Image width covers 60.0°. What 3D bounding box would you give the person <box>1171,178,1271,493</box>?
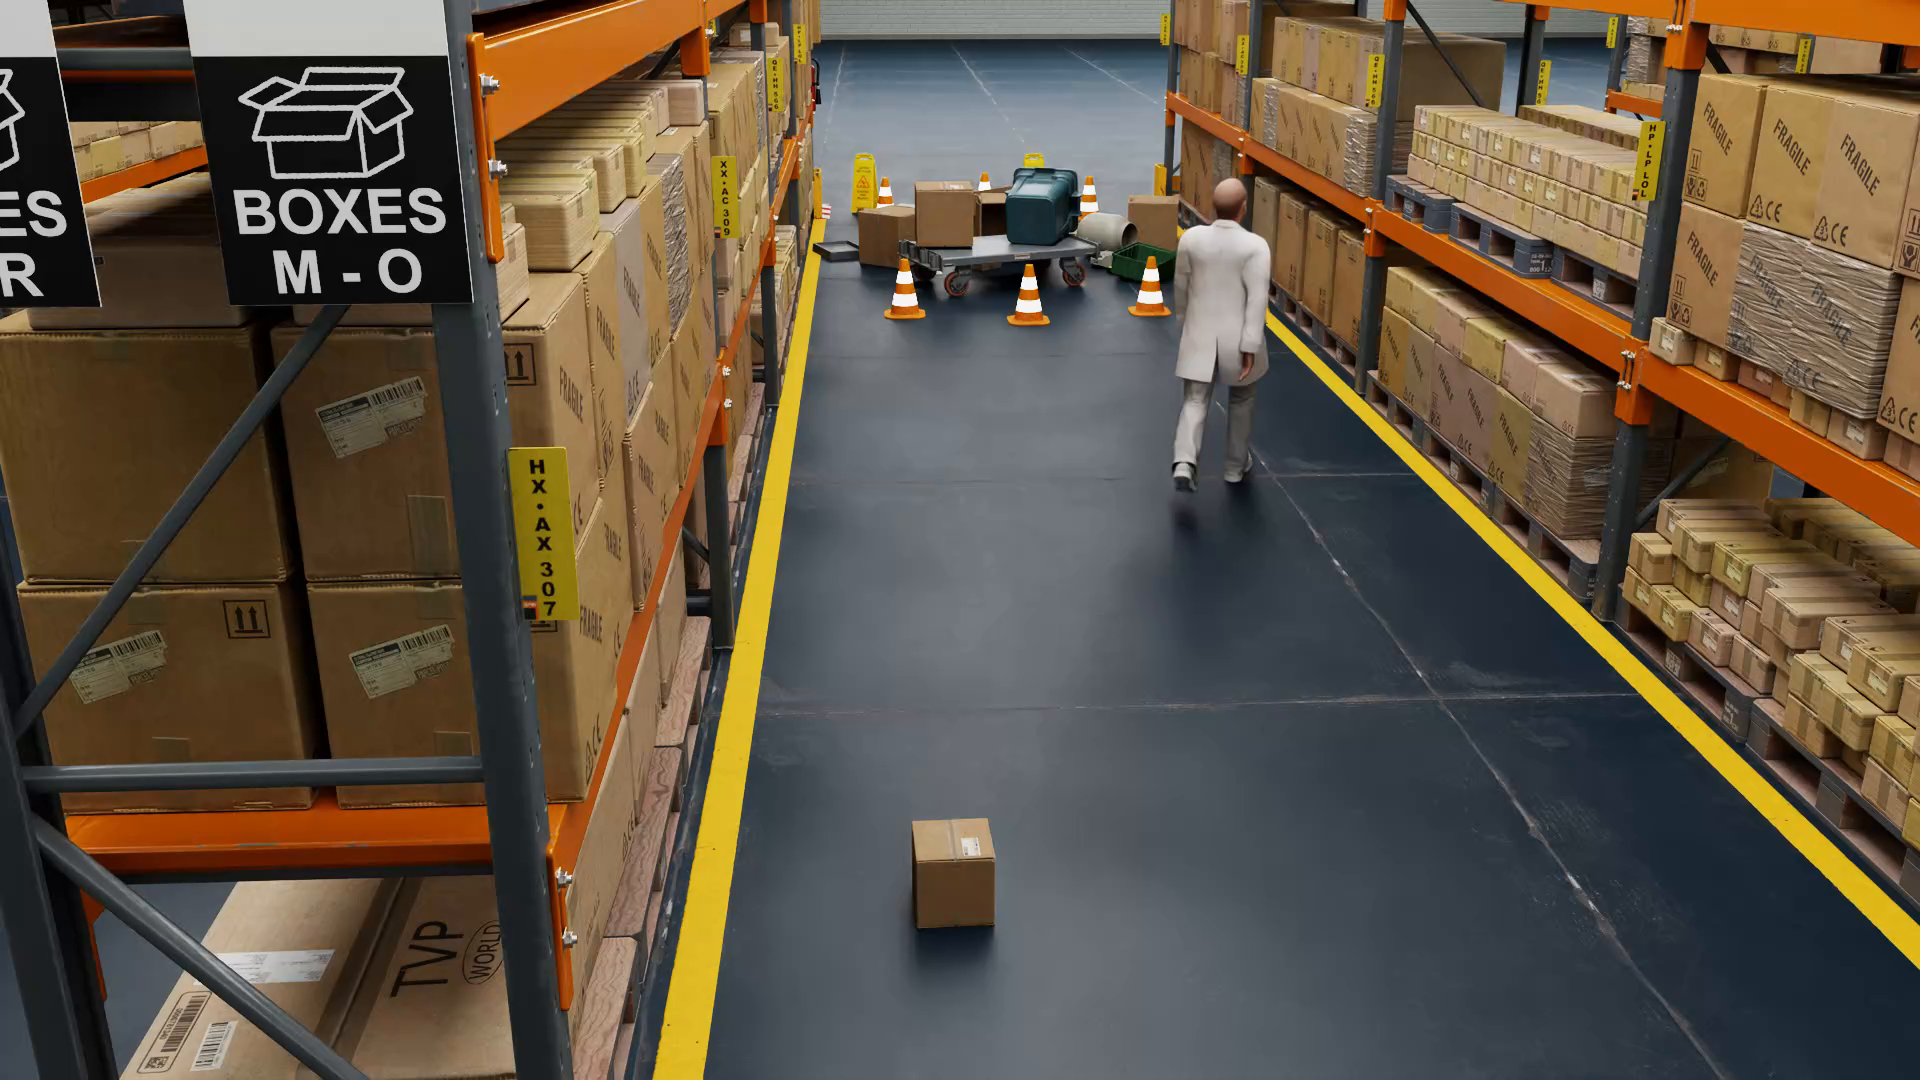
[{"bbox_3d":[1.419,-1.106,9.116,0.557,1.740,1.038,8,21,20],"label":"person"}]
